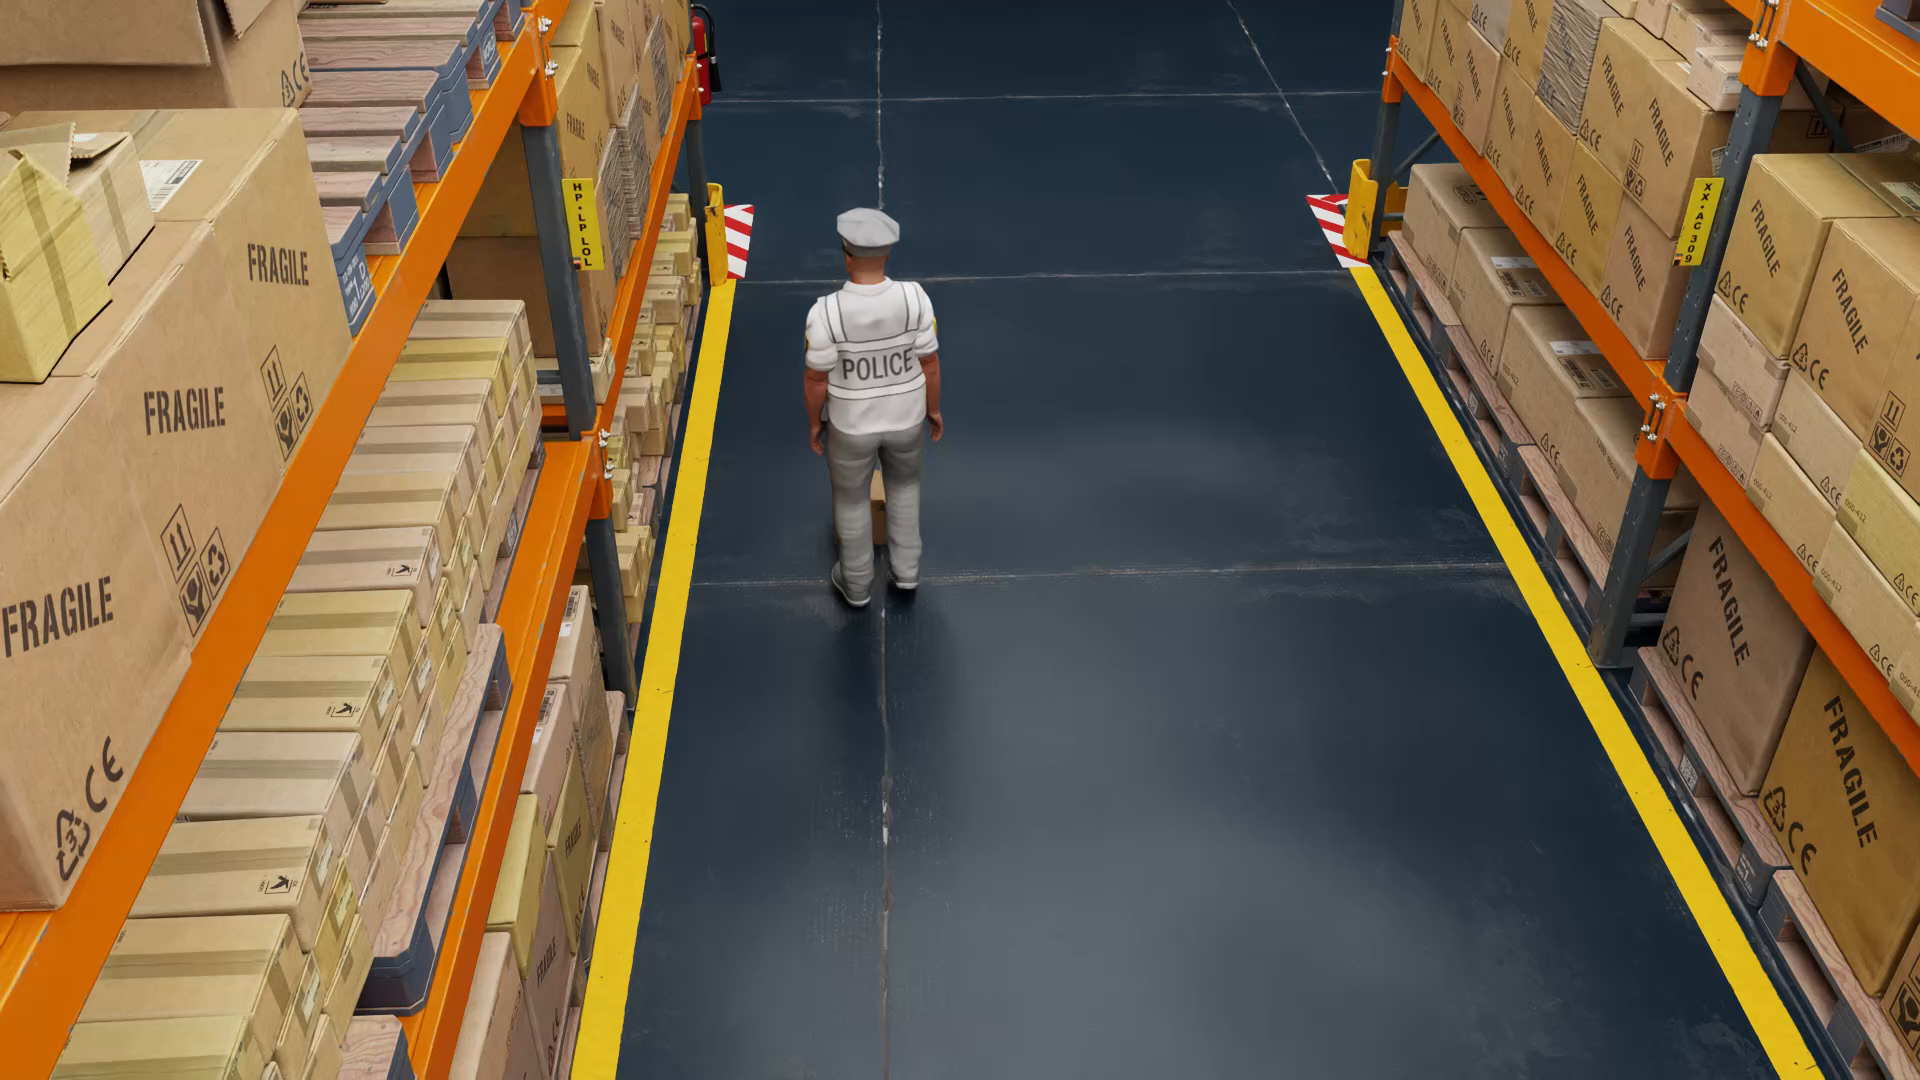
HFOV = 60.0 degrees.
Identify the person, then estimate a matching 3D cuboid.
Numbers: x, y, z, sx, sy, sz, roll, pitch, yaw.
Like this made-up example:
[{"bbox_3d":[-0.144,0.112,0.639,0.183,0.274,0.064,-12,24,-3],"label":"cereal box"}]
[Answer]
[{"bbox_3d":[-0.354,-0.487,6.846,0.576,1.817,0.394,-10,36,-14],"label":"person"}]
